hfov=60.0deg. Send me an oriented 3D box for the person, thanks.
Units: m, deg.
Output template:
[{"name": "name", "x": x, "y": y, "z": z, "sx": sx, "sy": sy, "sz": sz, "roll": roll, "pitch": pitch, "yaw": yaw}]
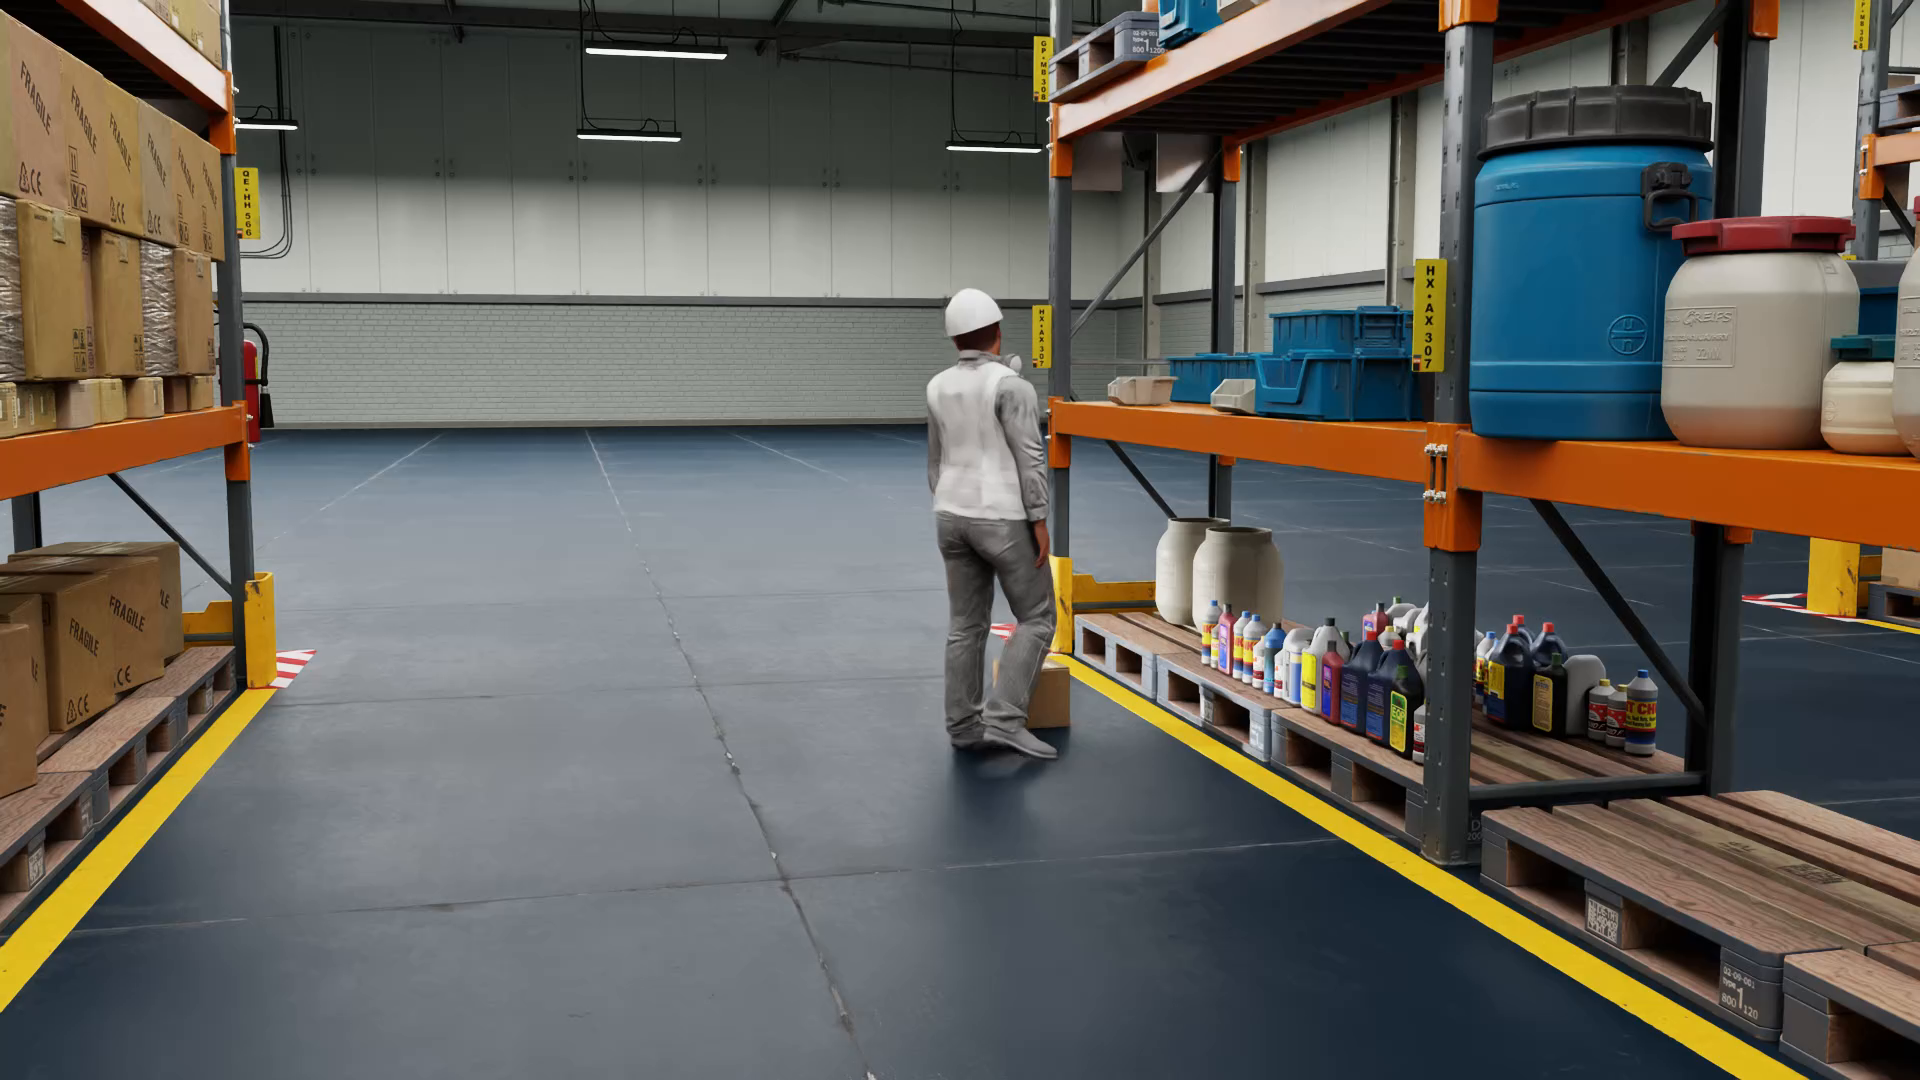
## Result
[{"name": "person", "x": 0.124, "y": -0.061, "z": 6.355, "sx": 0.388, "sy": 1.762, "sz": 0.584, "roll": -6, "pitch": 8, "yaw": -44}]
